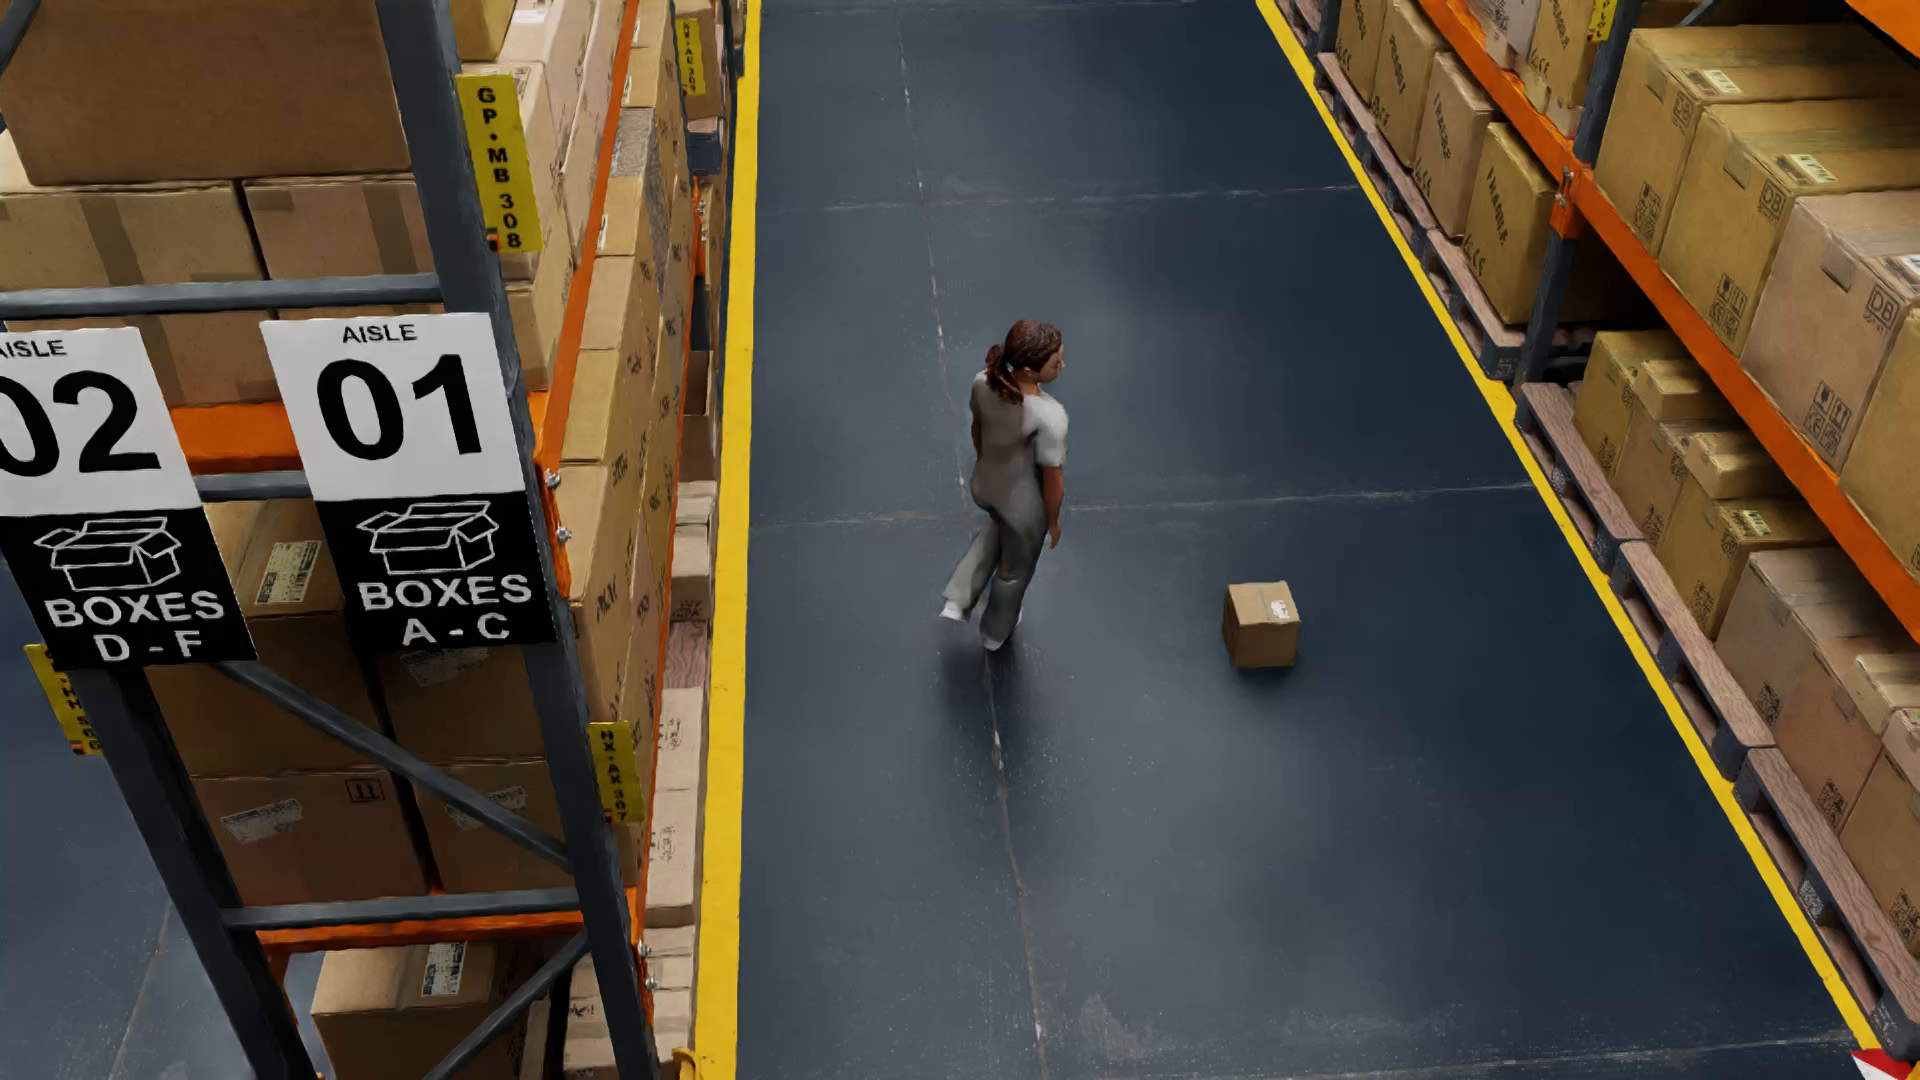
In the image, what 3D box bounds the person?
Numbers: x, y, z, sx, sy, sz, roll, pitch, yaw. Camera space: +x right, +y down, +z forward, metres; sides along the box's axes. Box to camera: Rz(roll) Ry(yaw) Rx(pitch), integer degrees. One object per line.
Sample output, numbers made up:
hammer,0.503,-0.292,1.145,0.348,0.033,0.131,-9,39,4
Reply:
person,0.218,-0.175,6.378,0.540,1.663,0.491,28,47,30
